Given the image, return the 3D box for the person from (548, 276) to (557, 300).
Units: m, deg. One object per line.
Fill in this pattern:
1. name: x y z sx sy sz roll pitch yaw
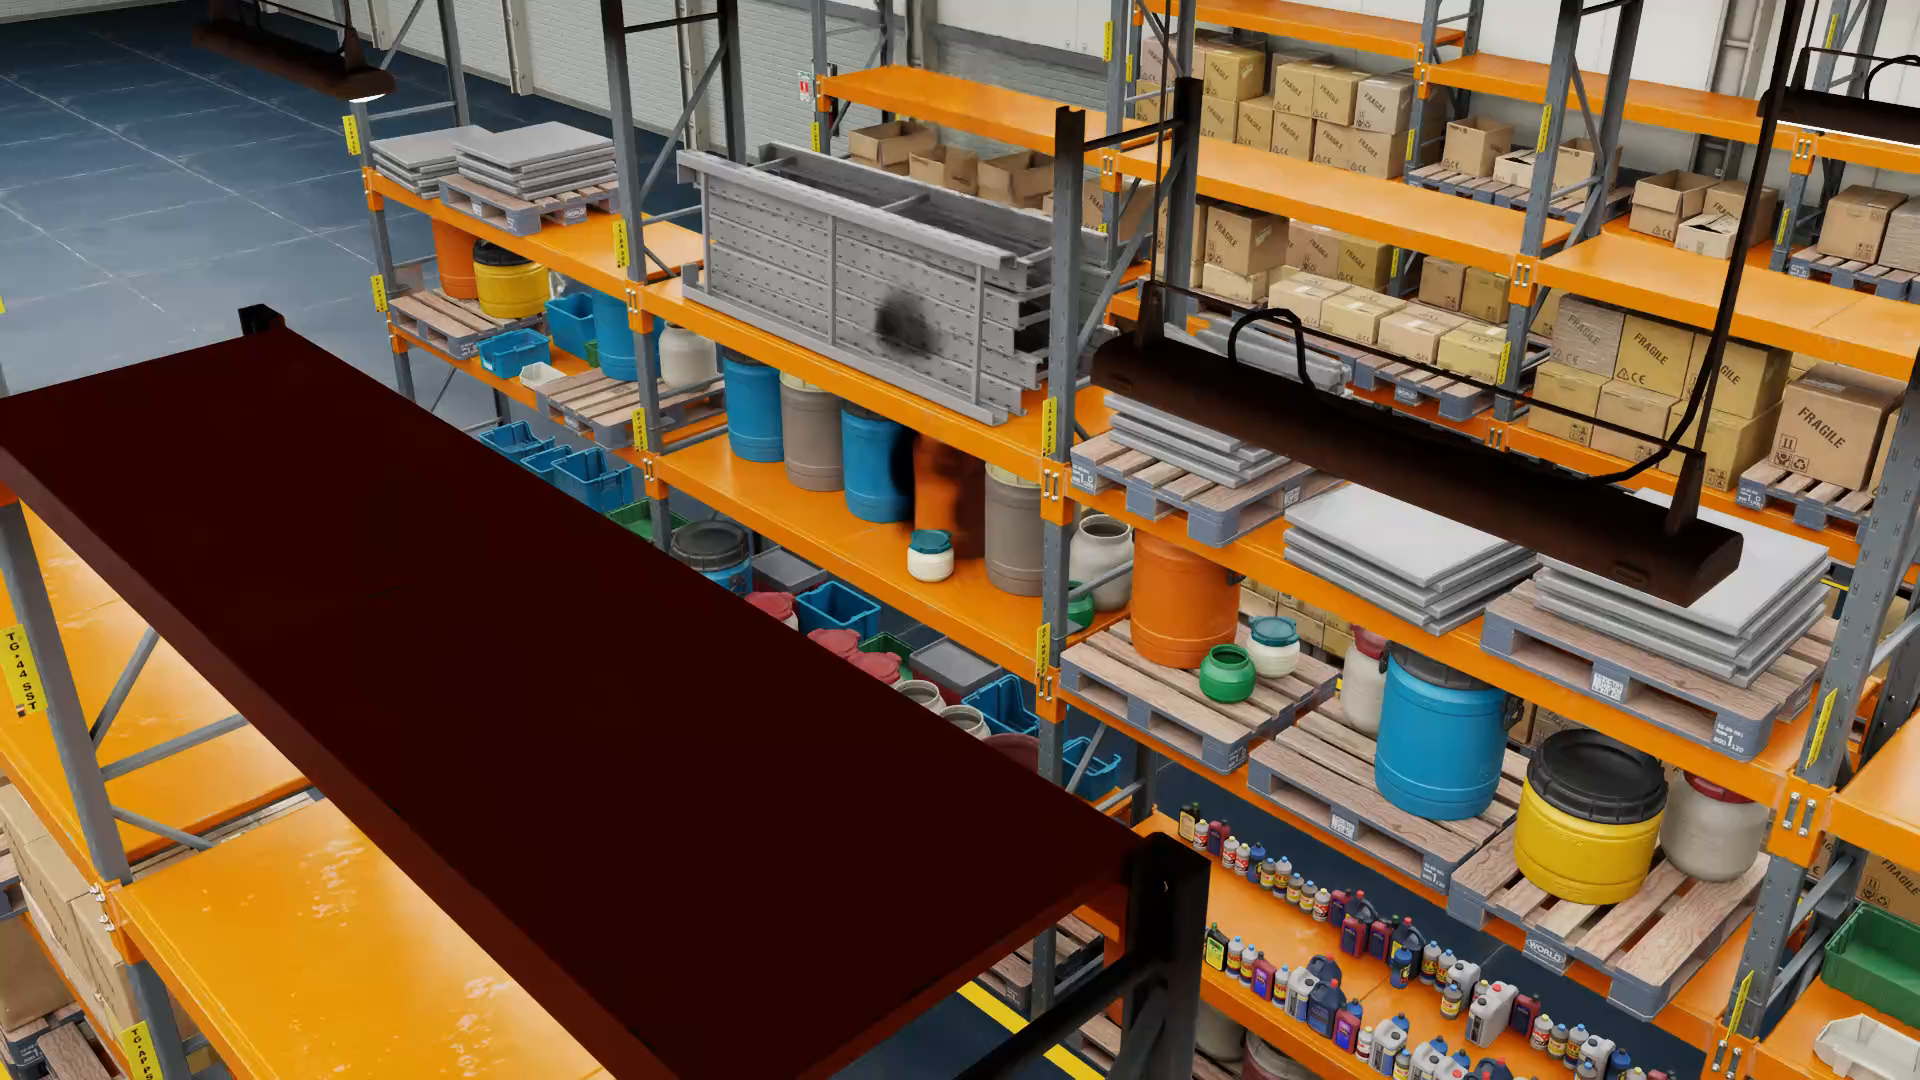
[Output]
1. person: -4.946 -2.665 20.169 0.708 1.631 0.549 -5 29 -9
